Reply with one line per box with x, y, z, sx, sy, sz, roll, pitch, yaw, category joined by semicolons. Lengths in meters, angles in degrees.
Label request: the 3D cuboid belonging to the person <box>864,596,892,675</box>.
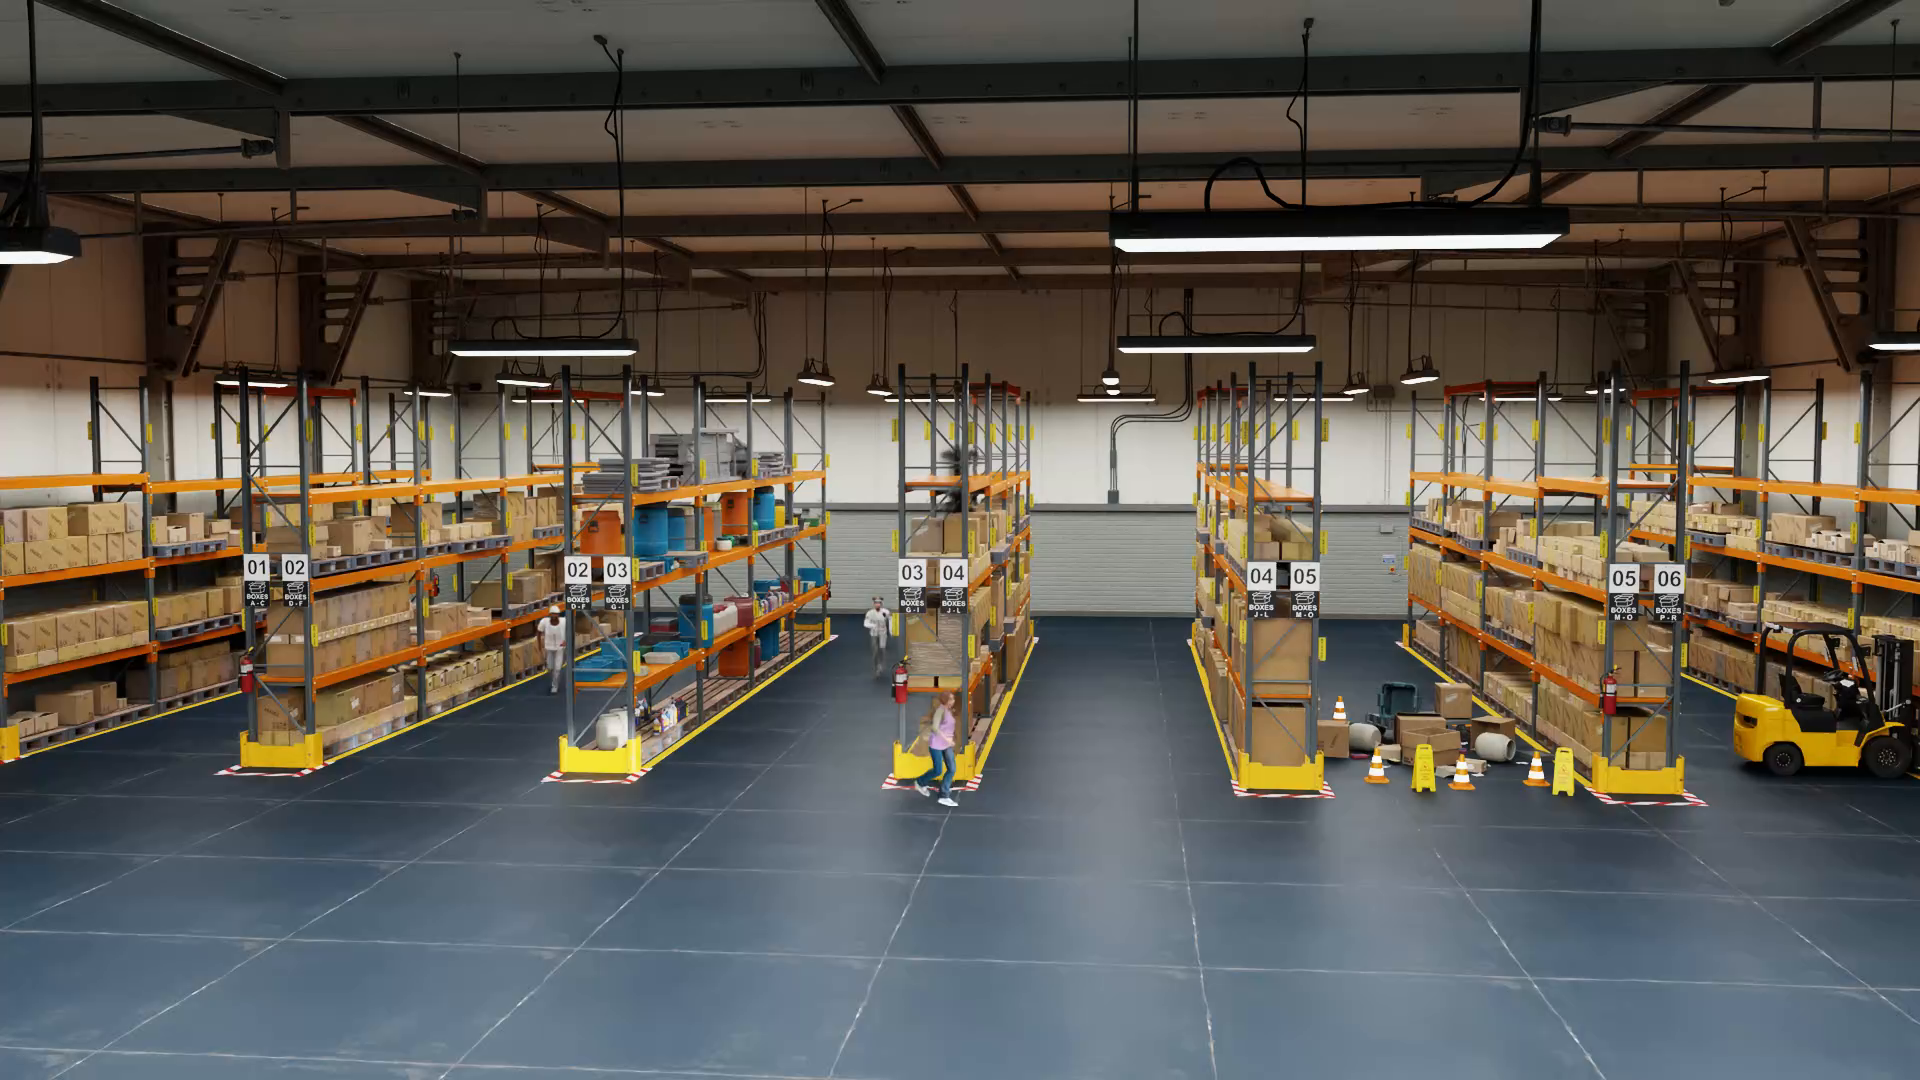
-1.655;1.949;33.755;0.570;1.657;0.835;0;4;2;person

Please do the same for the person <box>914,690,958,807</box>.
-0.341;2.790;22.414;0.726;1.551;0.528;2;4;33;person

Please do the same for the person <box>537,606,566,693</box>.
-7.814;2.098;32.118;0.686;1.689;0.696;-1;4;-12;person
